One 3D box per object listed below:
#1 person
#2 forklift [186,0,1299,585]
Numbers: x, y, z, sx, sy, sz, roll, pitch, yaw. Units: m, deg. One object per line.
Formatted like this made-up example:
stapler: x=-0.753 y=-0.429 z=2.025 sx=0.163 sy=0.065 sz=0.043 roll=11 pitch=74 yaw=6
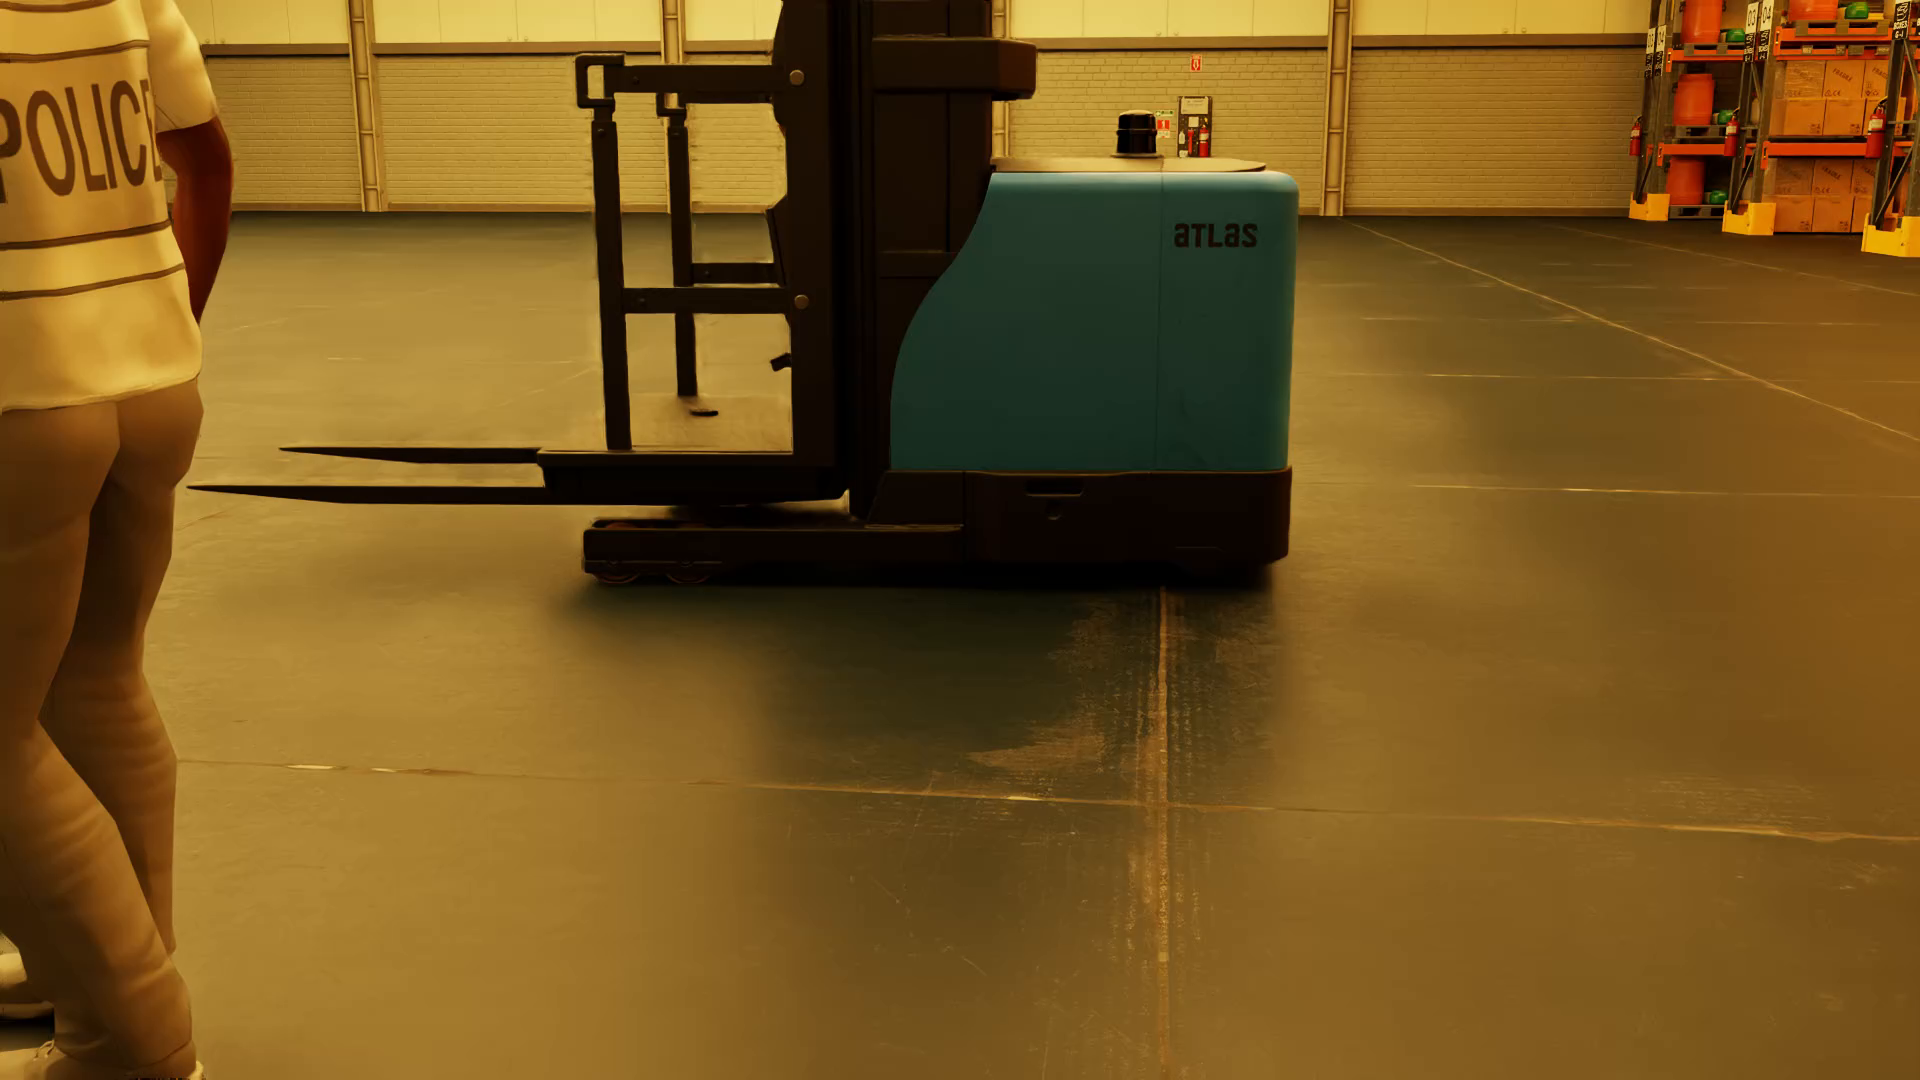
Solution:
person: x=-1.140 y=-0.145 z=1.911 sx=0.485 sy=1.669 sz=0.642 roll=2 pitch=13 yaw=10
forklift: x=-0.623 y=-1.426 z=4.609 sx=3.031 sy=2.935 sz=1.130 roll=0 pitch=13 yaw=1
